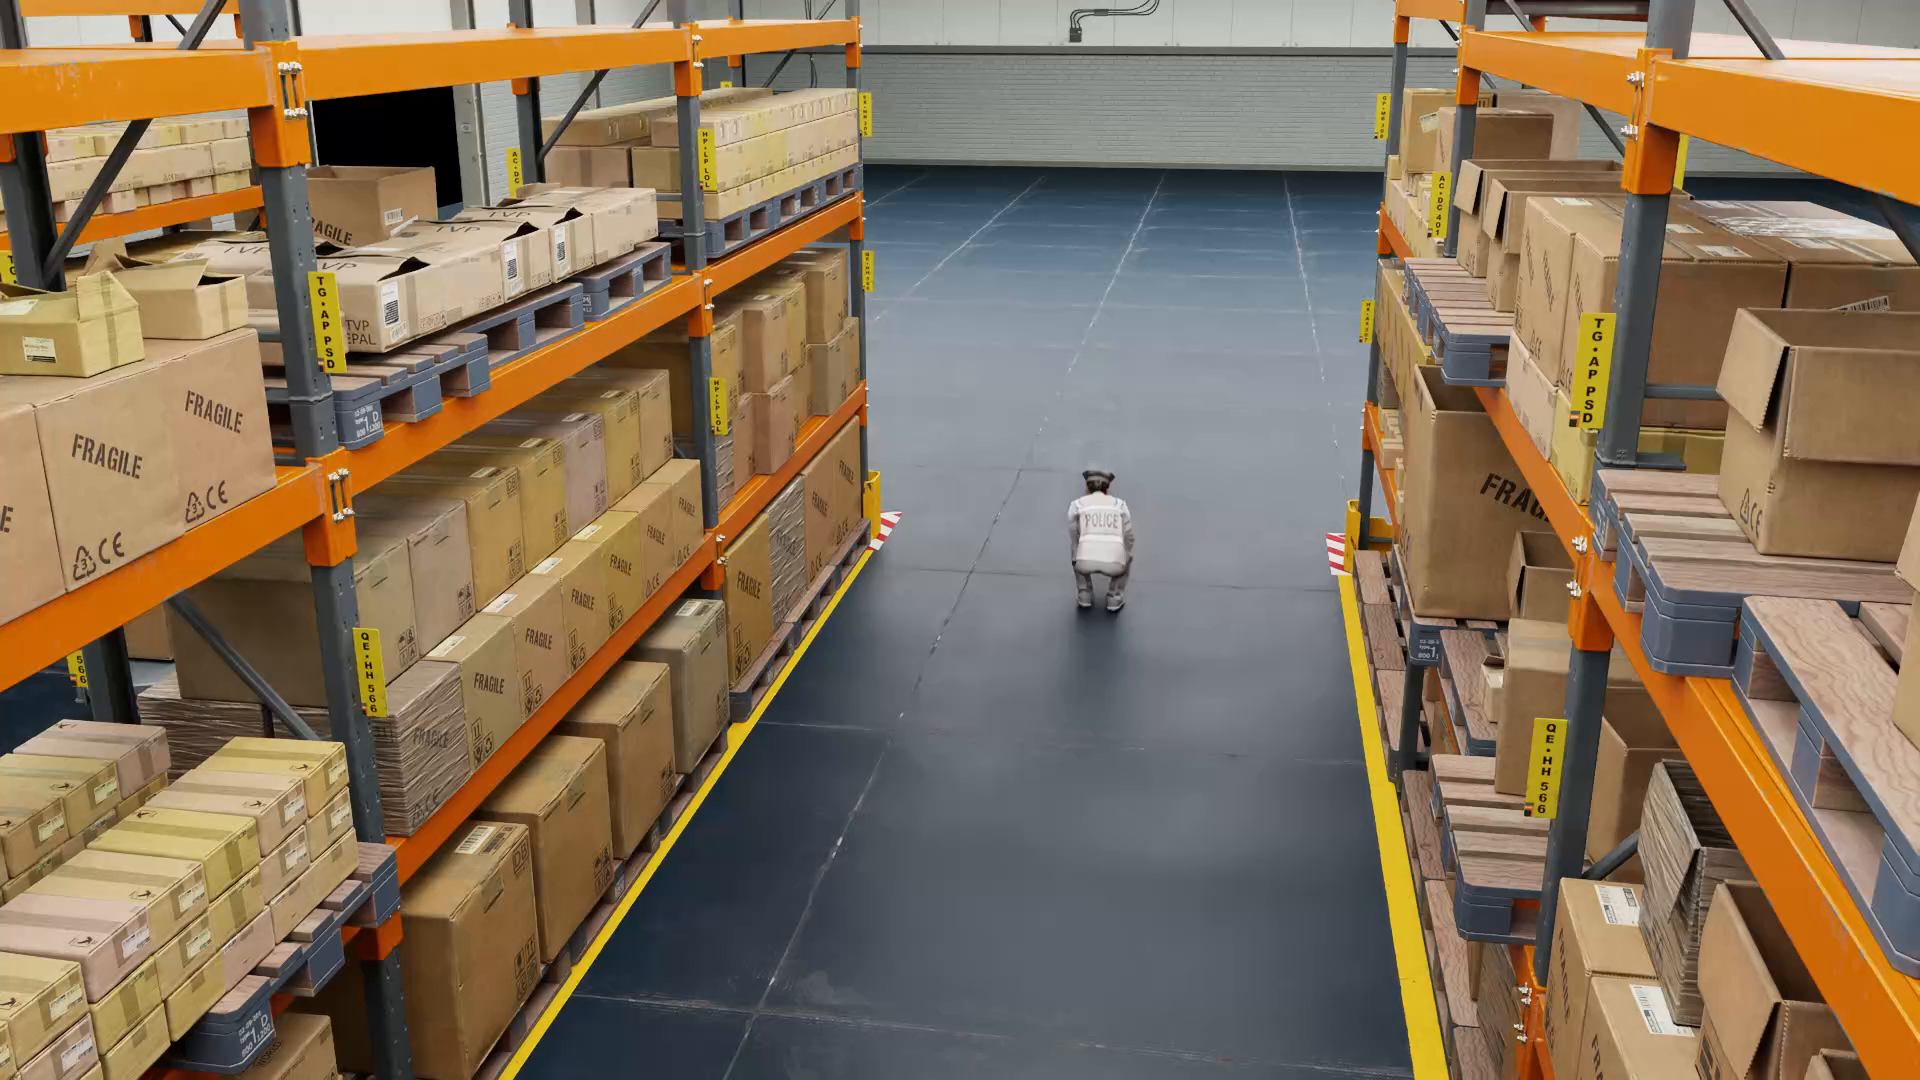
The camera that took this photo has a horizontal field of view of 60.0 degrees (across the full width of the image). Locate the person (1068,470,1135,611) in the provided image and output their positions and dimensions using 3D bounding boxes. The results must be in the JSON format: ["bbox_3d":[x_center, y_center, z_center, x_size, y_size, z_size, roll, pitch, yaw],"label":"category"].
[{"bbox_3d":[1.036,-0.010,12.245,0.491,0.959,0.832,3,18,9],"label":"person"}]
